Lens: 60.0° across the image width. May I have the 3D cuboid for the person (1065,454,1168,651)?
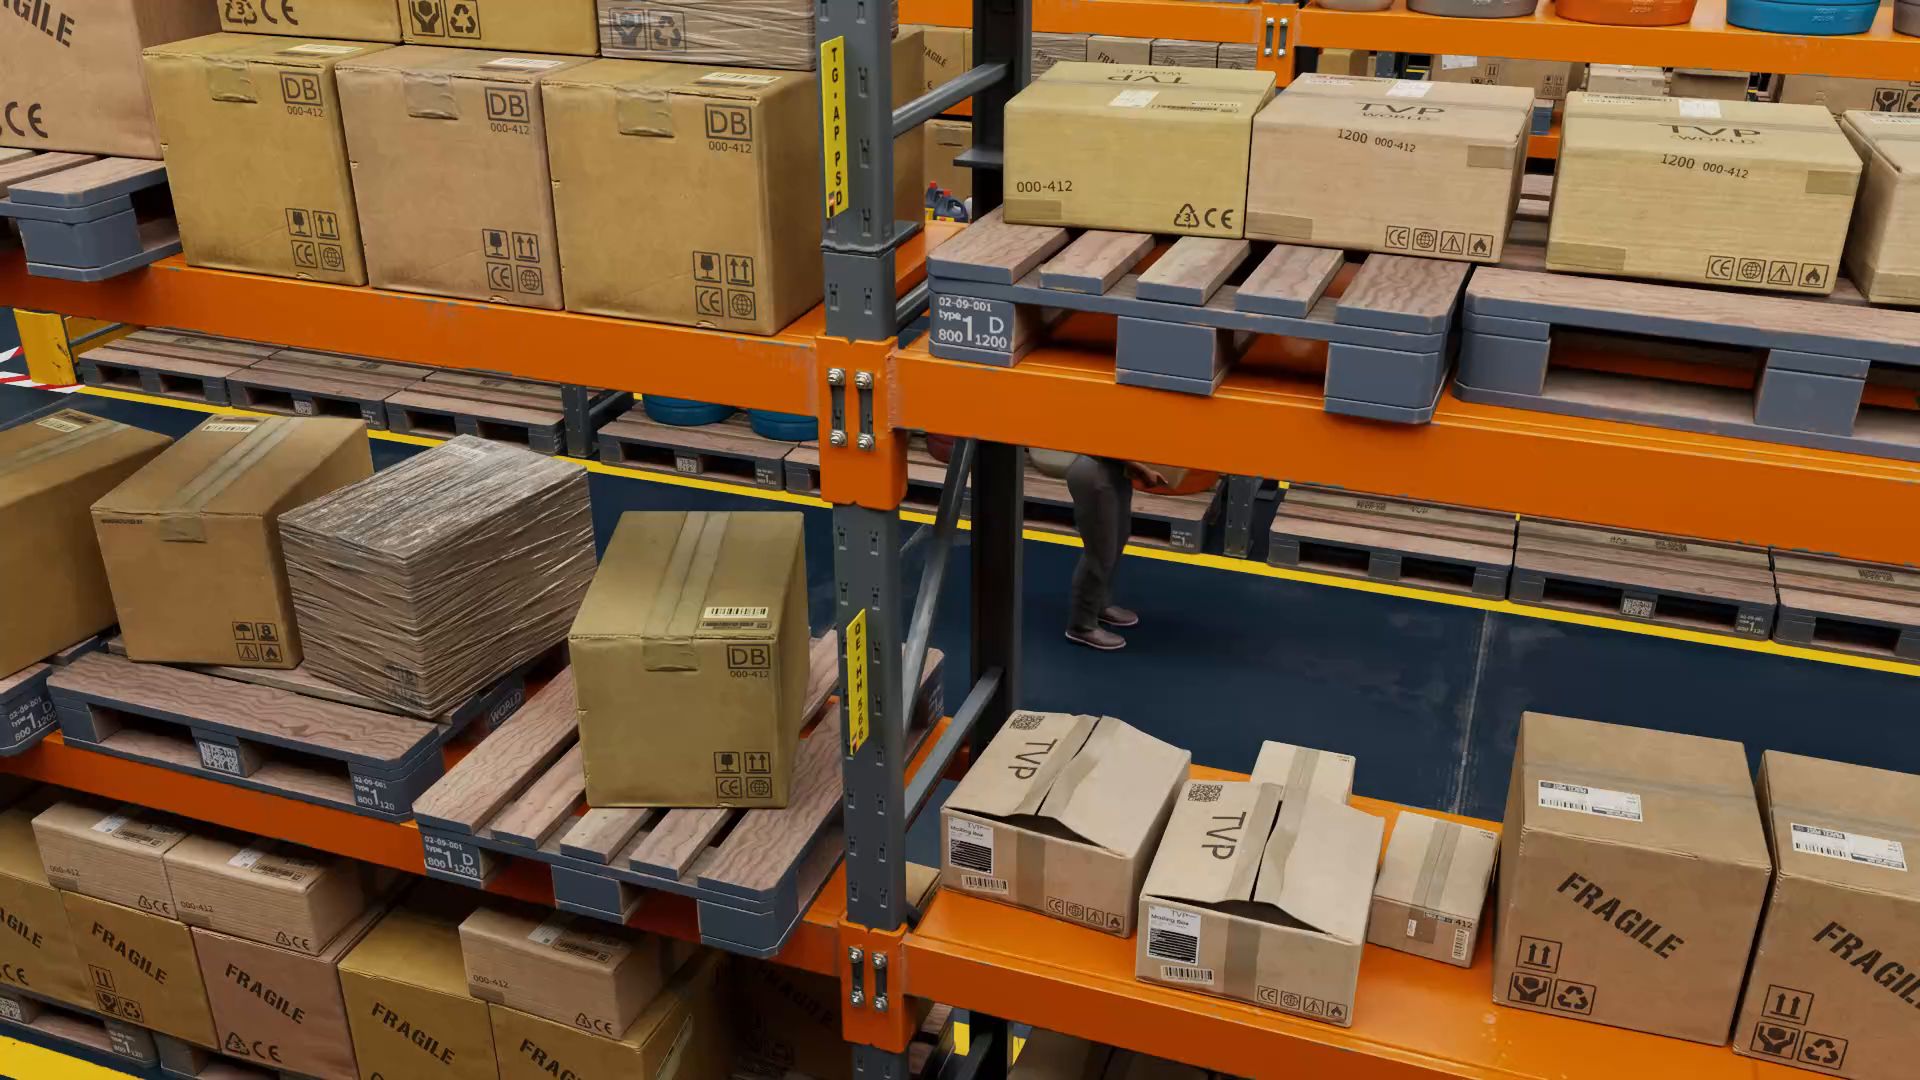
[{"bbox_3d":[0.744,-0.287,7.721,0.512,1.650,0.451,9,27,18],"label":"person"}]
